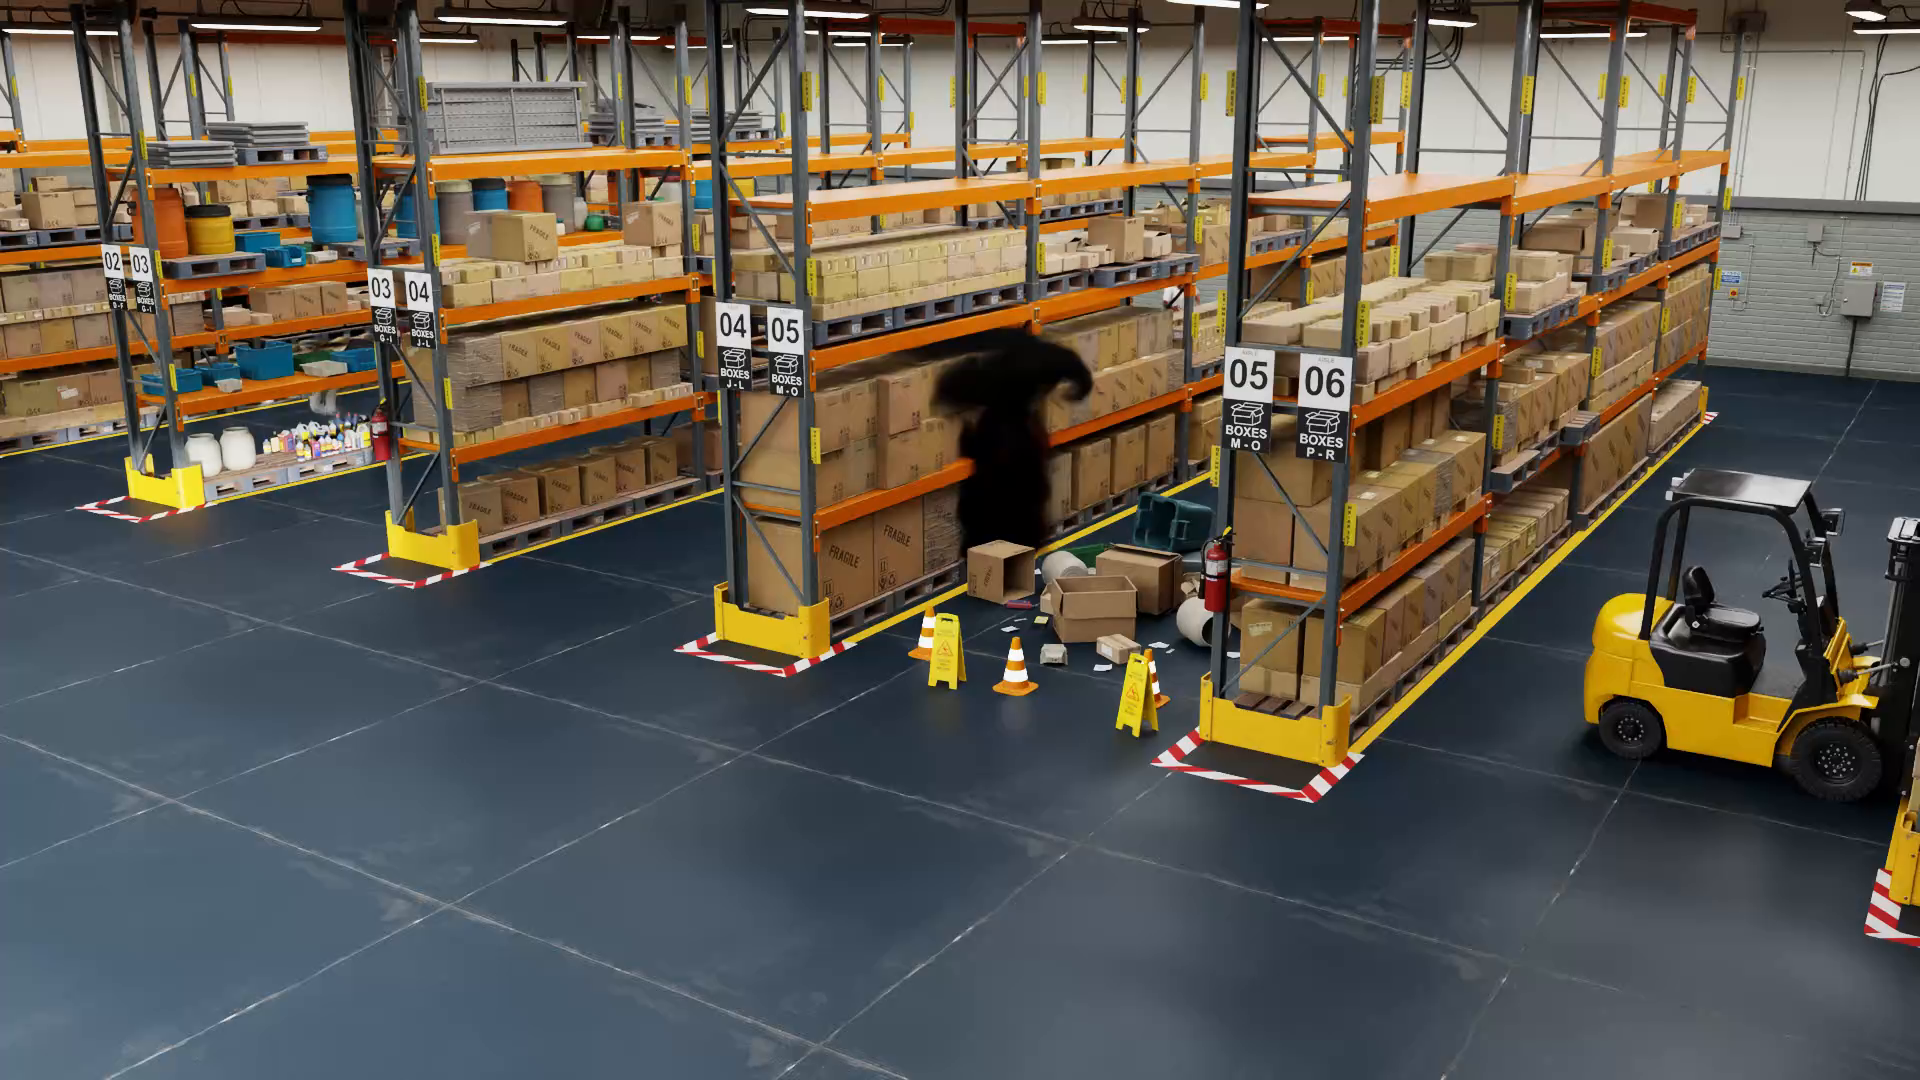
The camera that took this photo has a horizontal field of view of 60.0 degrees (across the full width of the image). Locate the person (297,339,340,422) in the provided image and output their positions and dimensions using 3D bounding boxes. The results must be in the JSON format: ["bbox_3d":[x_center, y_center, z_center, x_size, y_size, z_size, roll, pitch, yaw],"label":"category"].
[{"bbox_3d":[-9.488,-2.257,24.566,0.653,1.494,0.786,5,16,17],"label":"person"}]

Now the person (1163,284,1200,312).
[{"bbox_3d":[4.075,-4.079,30.617,0.701,1.796,0.866,1,16,3],"label":"person"}]
